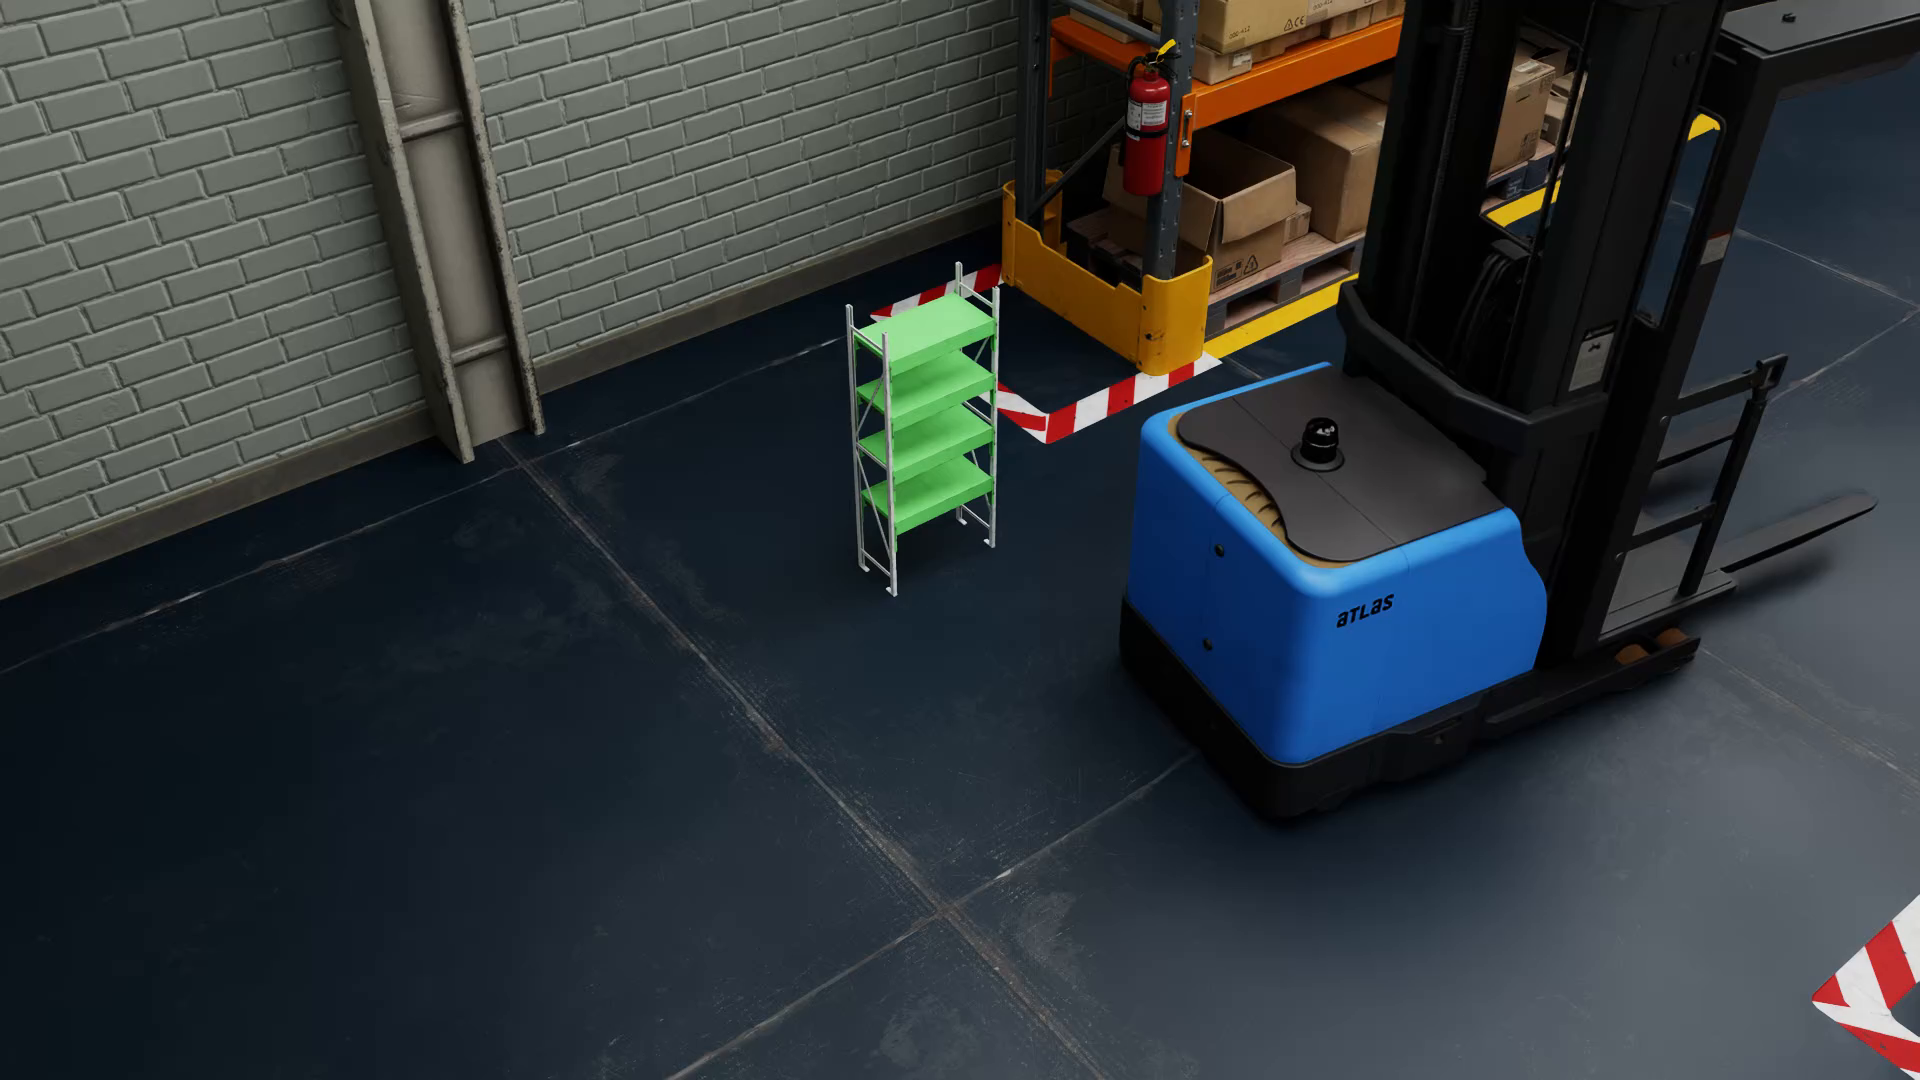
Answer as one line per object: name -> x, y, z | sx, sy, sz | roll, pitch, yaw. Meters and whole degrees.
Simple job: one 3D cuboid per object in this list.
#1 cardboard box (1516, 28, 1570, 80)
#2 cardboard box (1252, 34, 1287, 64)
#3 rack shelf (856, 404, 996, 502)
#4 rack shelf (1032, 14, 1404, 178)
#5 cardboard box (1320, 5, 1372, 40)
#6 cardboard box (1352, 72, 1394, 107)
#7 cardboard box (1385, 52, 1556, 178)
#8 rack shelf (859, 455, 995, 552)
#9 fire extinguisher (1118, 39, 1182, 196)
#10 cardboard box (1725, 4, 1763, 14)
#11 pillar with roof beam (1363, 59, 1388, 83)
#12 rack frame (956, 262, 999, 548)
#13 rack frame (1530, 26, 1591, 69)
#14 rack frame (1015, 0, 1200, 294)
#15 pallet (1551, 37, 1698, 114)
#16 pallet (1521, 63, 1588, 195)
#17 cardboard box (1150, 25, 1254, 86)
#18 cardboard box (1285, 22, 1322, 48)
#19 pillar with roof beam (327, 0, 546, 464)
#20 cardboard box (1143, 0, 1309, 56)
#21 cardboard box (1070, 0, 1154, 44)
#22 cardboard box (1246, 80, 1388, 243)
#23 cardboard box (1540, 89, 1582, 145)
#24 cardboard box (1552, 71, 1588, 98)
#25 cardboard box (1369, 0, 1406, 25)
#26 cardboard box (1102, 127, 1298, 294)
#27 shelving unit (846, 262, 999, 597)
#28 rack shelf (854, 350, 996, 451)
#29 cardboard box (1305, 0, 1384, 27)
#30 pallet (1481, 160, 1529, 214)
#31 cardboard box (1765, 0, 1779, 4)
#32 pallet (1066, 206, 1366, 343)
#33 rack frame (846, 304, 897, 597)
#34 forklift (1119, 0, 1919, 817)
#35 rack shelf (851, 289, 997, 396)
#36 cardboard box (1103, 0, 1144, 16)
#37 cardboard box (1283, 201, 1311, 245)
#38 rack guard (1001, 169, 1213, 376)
cardboard box -> 3.117, -2.761, 9.539 | 0.500, 0.311, 0.500 | -24, 45, -27
cardboard box -> 1.215, -2.242, 7.316 | 0.250, 0.149, 0.380 | -25, 45, -27
rack shelf -> -0.131, -0.350, 6.332 | 0.480, 0.148, 0.258 | -26, 46, -28
rack shelf -> 2.199, -2.723, 8.272 | 4.000, 0.370, 1.077 | -26, 46, -28
cardboard box -> 1.640, -2.428, 7.543 | 0.250, 0.149, 0.380 | -25, 45, -27
cardboard box -> 2.338, -2.078, 8.558 | 0.500, 0.500, 0.500 | -25, 46, -27
cardboard box -> 2.681, -2.325, 8.859 | 0.500, 0.500, 0.700 | -28, 47, -30
rack shelf -> -0.131, -0.165, 6.484 | 0.480, 0.148, 0.258 | -26, 46, -28
fire extinguisher -> 0.779, -1.765, 6.892 | 0.183, 0.674, 0.296 | -26, 46, -28
cardboard box -> 4.306, -3.044, 9.736 | 0.500, 0.500, 0.500 | -24, 45, -26
pillar with roof beam -> 5.307, -4.113, 4.669 | 0.400, 9.000, 9.100 | -26, 46, -28
rack frame -> 0.062, -0.494, 6.406 | 0.015, 1.200, 0.240 | -26, 46, -28
rack frame -> 3.785, -3.775, 8.986 | 0.127, 3.000, 1.000 | -26, 46, -28
rack frame -> 0.614, -2.229, 7.102 | 0.127, 3.000, 1.000 | -26, 46, -28
pallet -> 4.407, -3.030, 10.277 | 1.213, 0.211, 1.003 | -26, 46, -28
pallet -> 3.240, -2.431, 9.548 | 1.213, 0.211, 1.003 | -26, 46, -28
cardboard box -> 1.041, -2.121, 7.168 | 0.250, 0.149, 0.380 | -26, 46, -28
cardboard box -> 1.402, -2.361, 7.461 | 0.250, 0.149, 0.380 | -27, 46, -29
pillar with roof beam -> 0.550, -1.794, 1.842 | 0.400, 9.000, 9.100 | -26, 46, -28
cardboard box -> 1.138, -2.326, 7.103 | 0.500, 0.250, 0.500 | -26, 46, -28
cardboard box -> 0.713, -2.395, 7.502 | 0.250, 0.149, 0.380 | -27, 46, -29
cardboard box -> 1.858, -1.924, 8.370 | 0.500, 0.500, 0.700 | -24, 45, -26
cardboard box -> 3.239, -2.379, 9.109 | 0.258, 0.266, 0.396 | -24, 45, -27
cardboard box -> 3.522, -2.472, 9.315 | 0.250, 0.149, 0.380 | -27, 47, -29
cardboard box -> 1.847, -2.534, 7.671 | 0.250, 0.149, 0.380 | -25, 46, -27
cardboard box -> 1.156, -1.615, 7.990 | 0.637, 0.503, 0.797 | -28, 47, -30
shelving unit -> -0.131, -0.400, 6.291 | 0.503, 1.200, 0.258 | -26, 46, -28
rack shelf -> -0.131, -0.536, 6.180 | 0.480, 0.148, 0.258 | -26, 46, -28
cardboard box -> 1.537, -2.520, 7.341 | 0.500, 0.250, 0.500 | -25, 46, -28
pallet -> 2.272, -1.957, 8.970 | 1.213, 0.211, 1.003 | -26, 46, -28
cardboard box -> 4.722, -3.255, 9.993 | 0.500, 0.500, 0.500 | -27, 46, -29
pallet -> 1.305, -1.488, 8.398 | 1.213, 0.211, 1.003 | -26, 46, -28
rack frame -> -0.325, -0.306, 6.176 | 0.015, 1.200, 0.240 | -26, 46, -28
forklift -> 2.141, -0.867, 5.496 | 3.031, 2.935, 1.130 | -18, 43, -21
rack shelf -> -0.131, -0.722, 6.028 | 0.480, 0.148, 0.258 | -26, 46, -28
cardboard box -> 0.817, -2.597, 7.434 | 0.500, 0.250, 0.500 | -25, 45, -27
cardboard box -> 1.517, -1.622, 8.279 | 0.250, 0.149, 0.380 | -28, 47, -30
rack guard -> 0.674, -1.292, 7.930 | 0.348, 0.500, 1.175 | -26, 46, -28
